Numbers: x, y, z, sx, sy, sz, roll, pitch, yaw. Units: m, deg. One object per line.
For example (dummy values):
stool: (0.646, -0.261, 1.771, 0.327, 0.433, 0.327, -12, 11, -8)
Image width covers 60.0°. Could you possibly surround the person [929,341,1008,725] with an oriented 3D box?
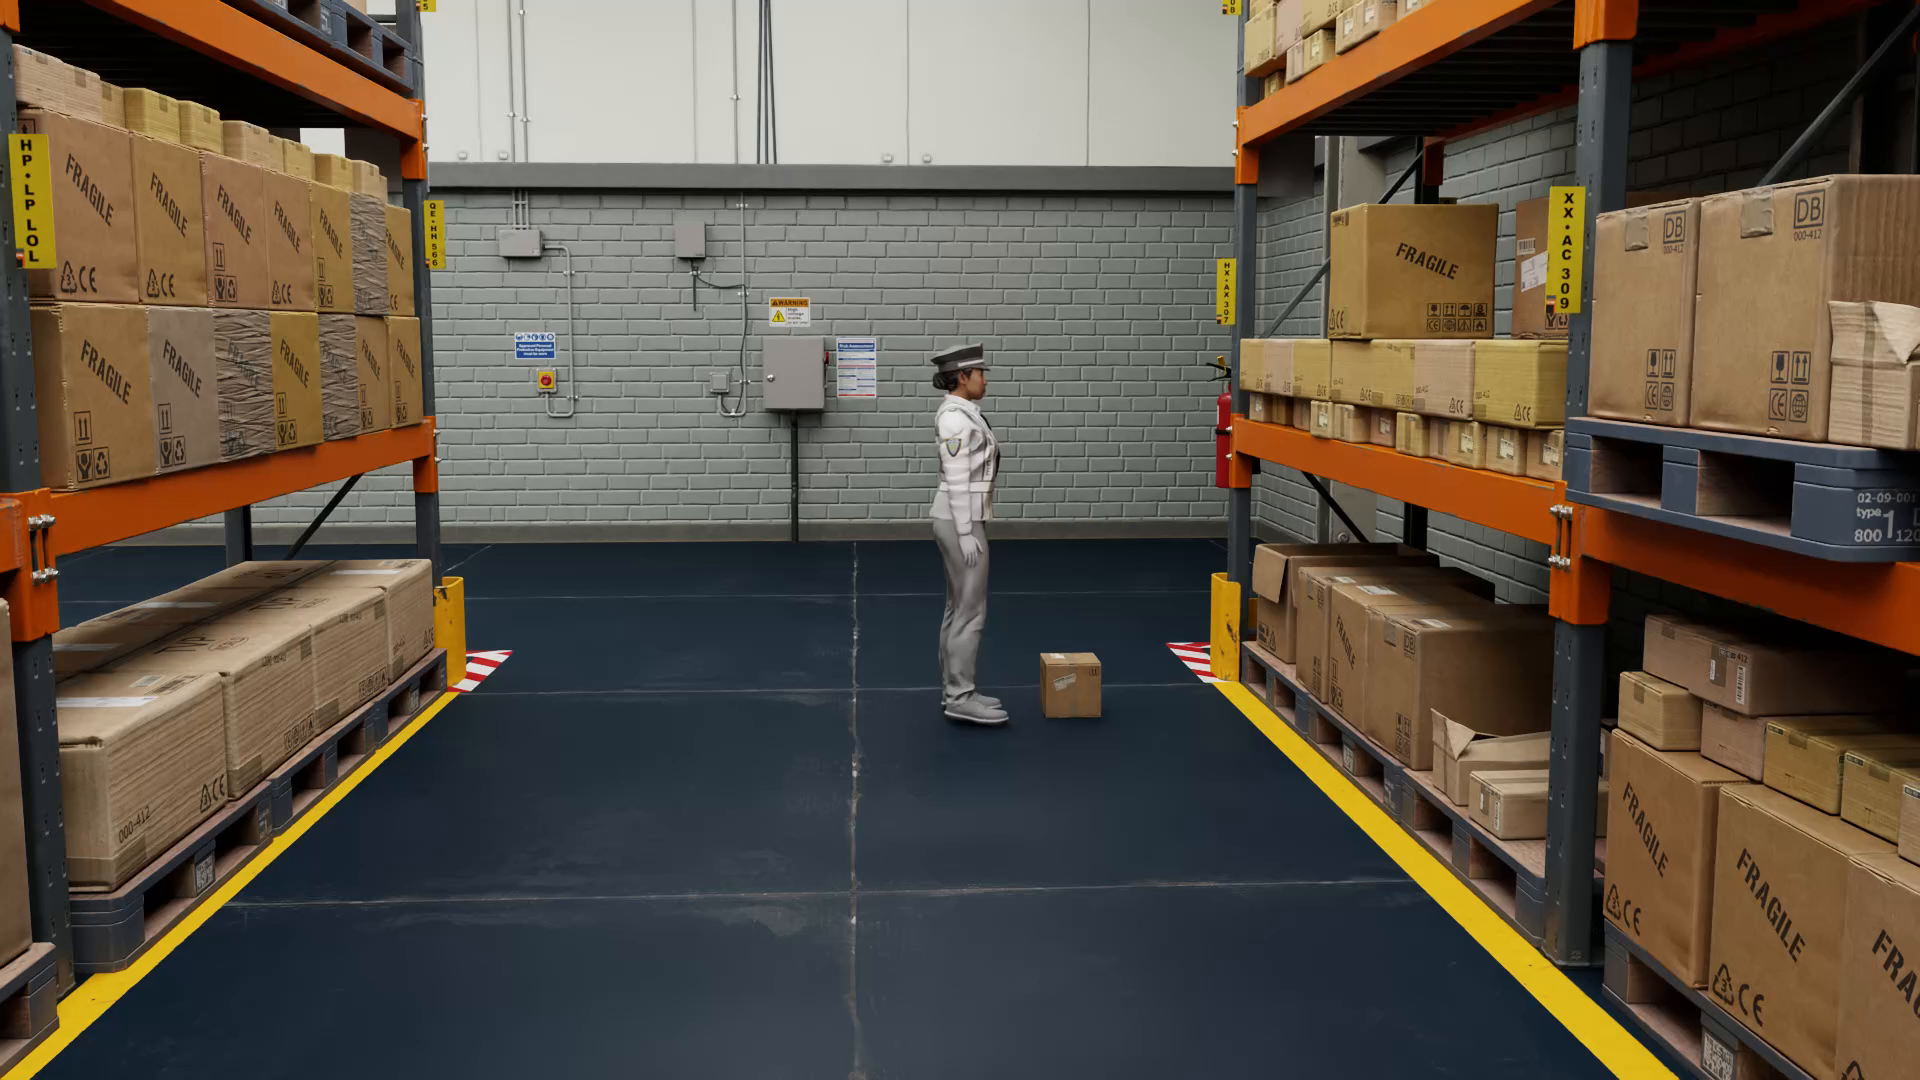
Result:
person: (0.039, -0.048, 7.513, 0.363, 1.688, 0.528, 0, 7, 1)
